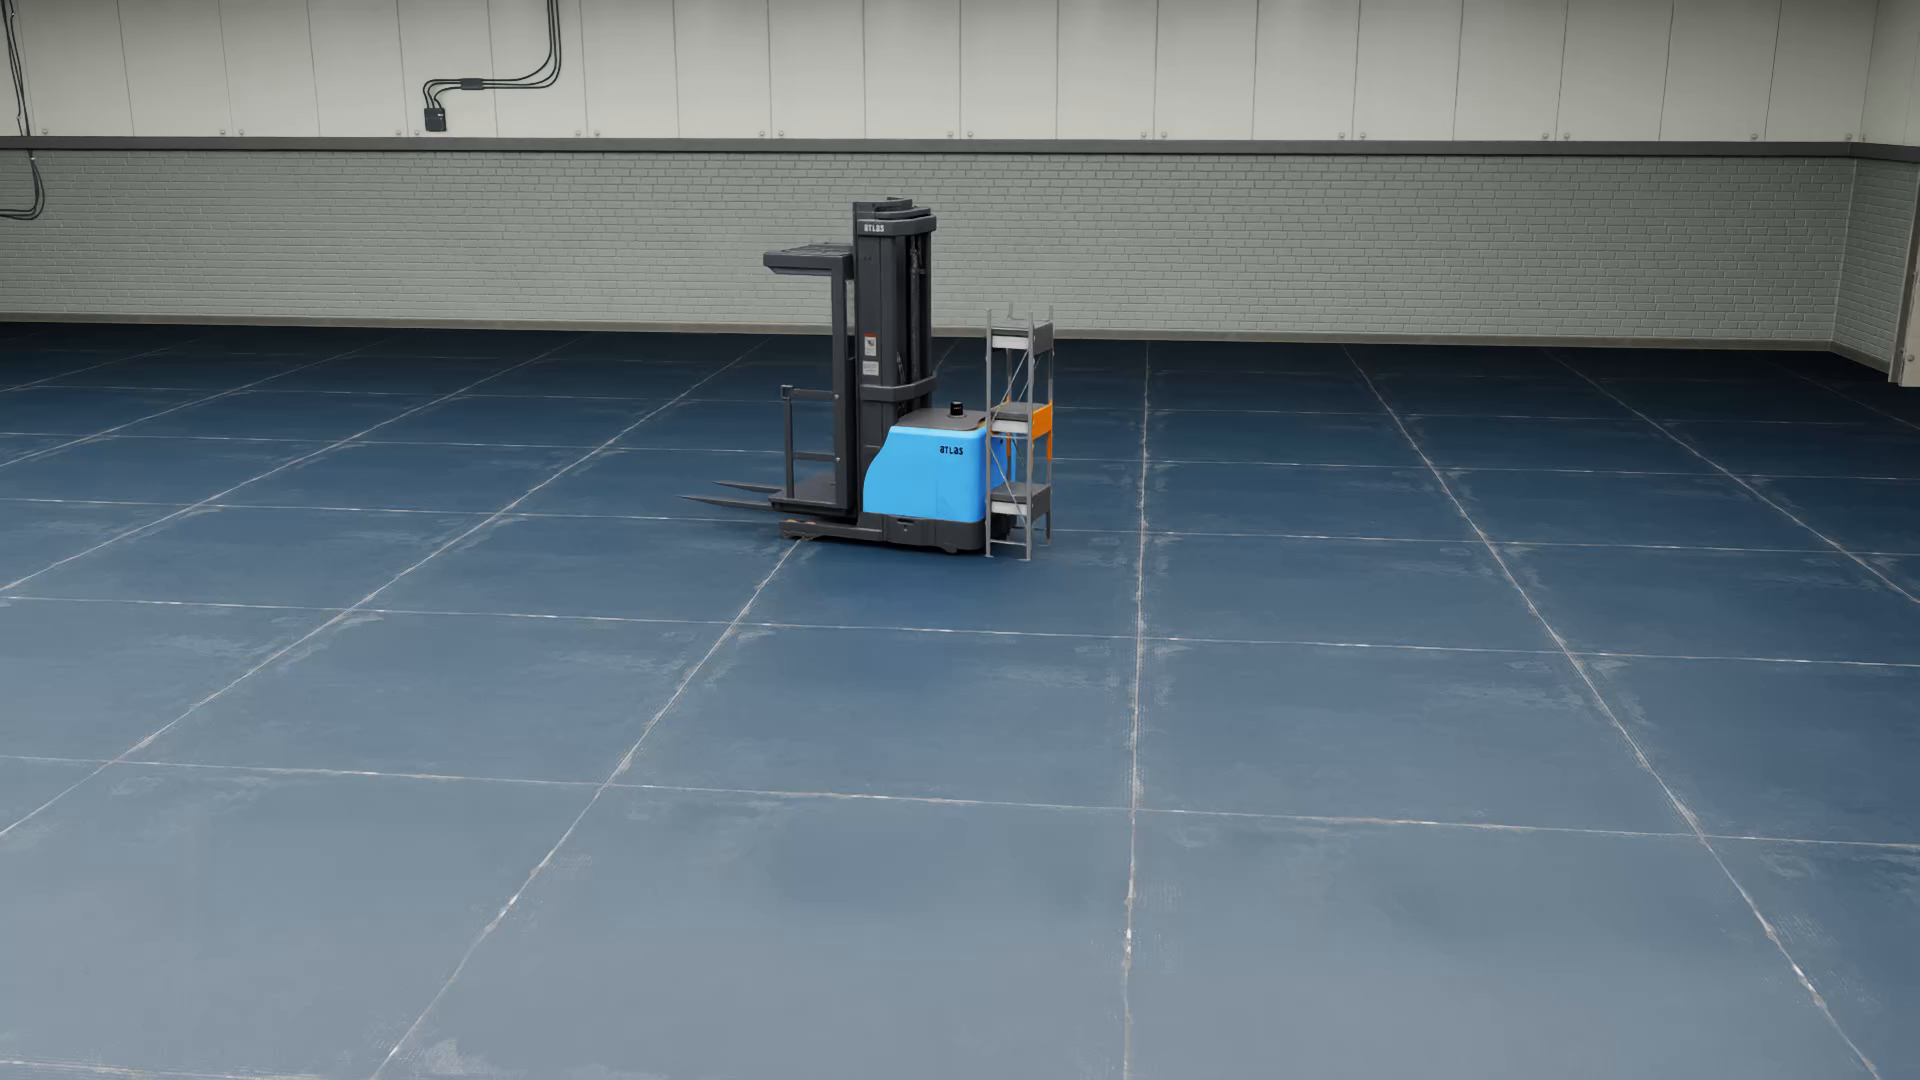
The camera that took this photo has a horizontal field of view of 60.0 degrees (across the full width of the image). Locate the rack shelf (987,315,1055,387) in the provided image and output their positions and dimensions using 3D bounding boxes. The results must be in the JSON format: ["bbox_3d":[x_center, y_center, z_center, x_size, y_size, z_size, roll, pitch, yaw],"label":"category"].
[{"bbox_3d":[0.508,-1.572,13.825,0.431,0.518,0.480,6,16,22],"label":"rack shelf"}]

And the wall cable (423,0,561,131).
[{"bbox_3d":[-7.453,-9.460,25.893,2.305,6.003,0.169,2,15,6],"label":"wall cable"}]

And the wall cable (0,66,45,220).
[{"bbox_3d":[-16.884,-6.603,27.792,3.097,2.526,0.112,2,15,6],"label":"wall cable"}]

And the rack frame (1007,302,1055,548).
[{"bbox_3d":[0.602,-0.969,14.222,0.400,2.100,0.015,6,16,22],"label":"rack frame"}]

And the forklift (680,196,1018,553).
[{"bbox_3d":[-1.051,-1.529,14.702,3.031,2.935,1.130,6,16,22],"label":"forklift"}]

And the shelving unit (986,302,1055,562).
[{"bbox_3d":[0.508,-0.910,14.005,0.431,2.100,0.503,6,16,22],"label":"shelving unit"}]

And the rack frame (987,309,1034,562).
[{"bbox_3d":[0.415,-0.851,13.787,0.400,2.100,0.015,6,16,22],"label":"rack frame"}]

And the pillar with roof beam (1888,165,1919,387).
[{"bbox_3d":[8.491,-6.576,21.743,9.100,9.000,0.400,2,15,6],"label":"pillar with roof beam"}]

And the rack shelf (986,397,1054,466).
[{"bbox_3d":[0.508,-0.897,14.008,0.431,0.518,0.480,6,16,22],"label":"rack shelf"}]

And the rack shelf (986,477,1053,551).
[{"bbox_3d":[0.508,-0.221,14.191,0.431,0.518,0.480,6,16,22],"label":"rack shelf"}]

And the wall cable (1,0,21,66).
[{"bbox_3d":[-14.196,-8.962,26.838,3.097,2.526,0.112,2,15,6],"label":"wall cable"}]
